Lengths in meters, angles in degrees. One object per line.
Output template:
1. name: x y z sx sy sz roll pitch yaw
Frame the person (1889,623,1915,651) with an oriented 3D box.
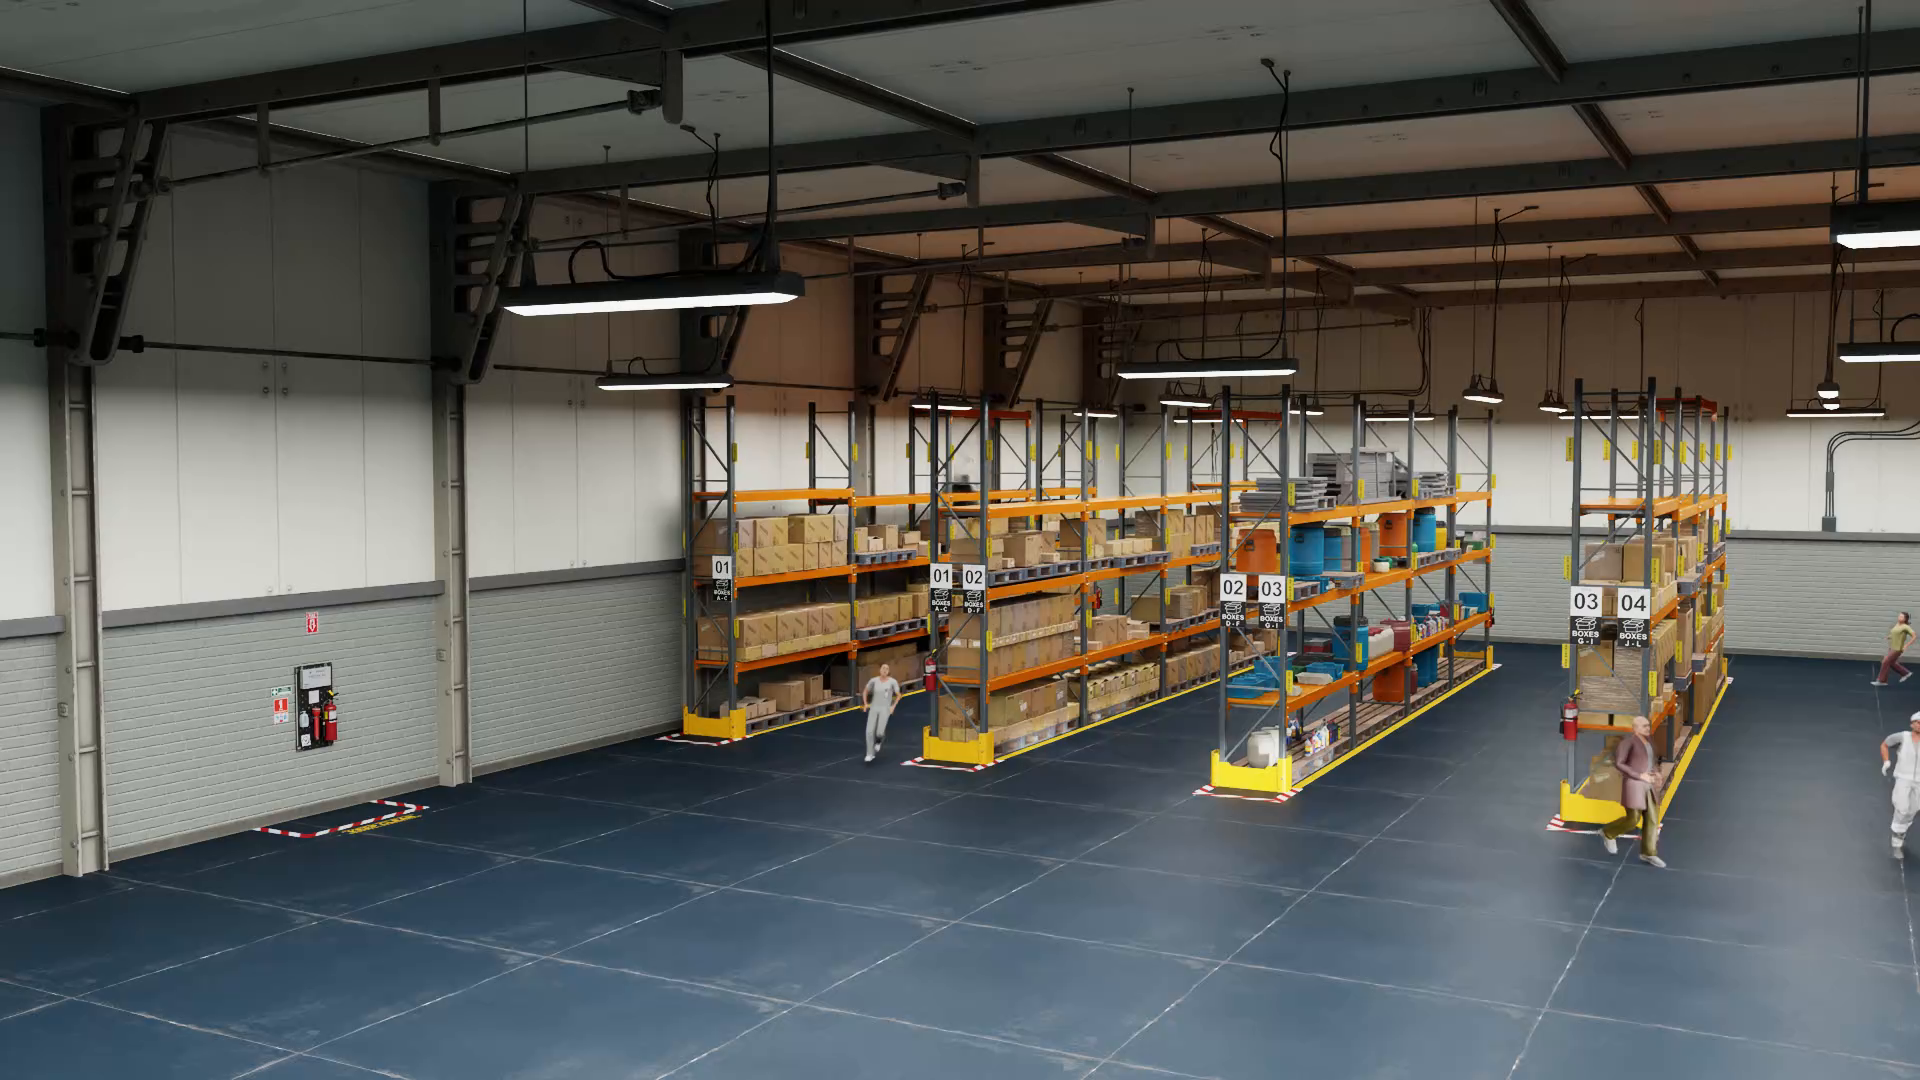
1. person: 20.010 2.051 35.368 0.372 0.583 0.568 0 3 7

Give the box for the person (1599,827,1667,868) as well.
1. person: 8.241 3.805 20.391 0.230 0.276 0.902 -2 3 -29

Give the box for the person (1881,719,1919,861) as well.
1. person: 11.854 3.057 20.698 0.674 1.767 0.848 1 3 17

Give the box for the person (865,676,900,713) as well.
1. person: -1.268 2.511 27.035 0.563 0.588 0.302 0 3 7
